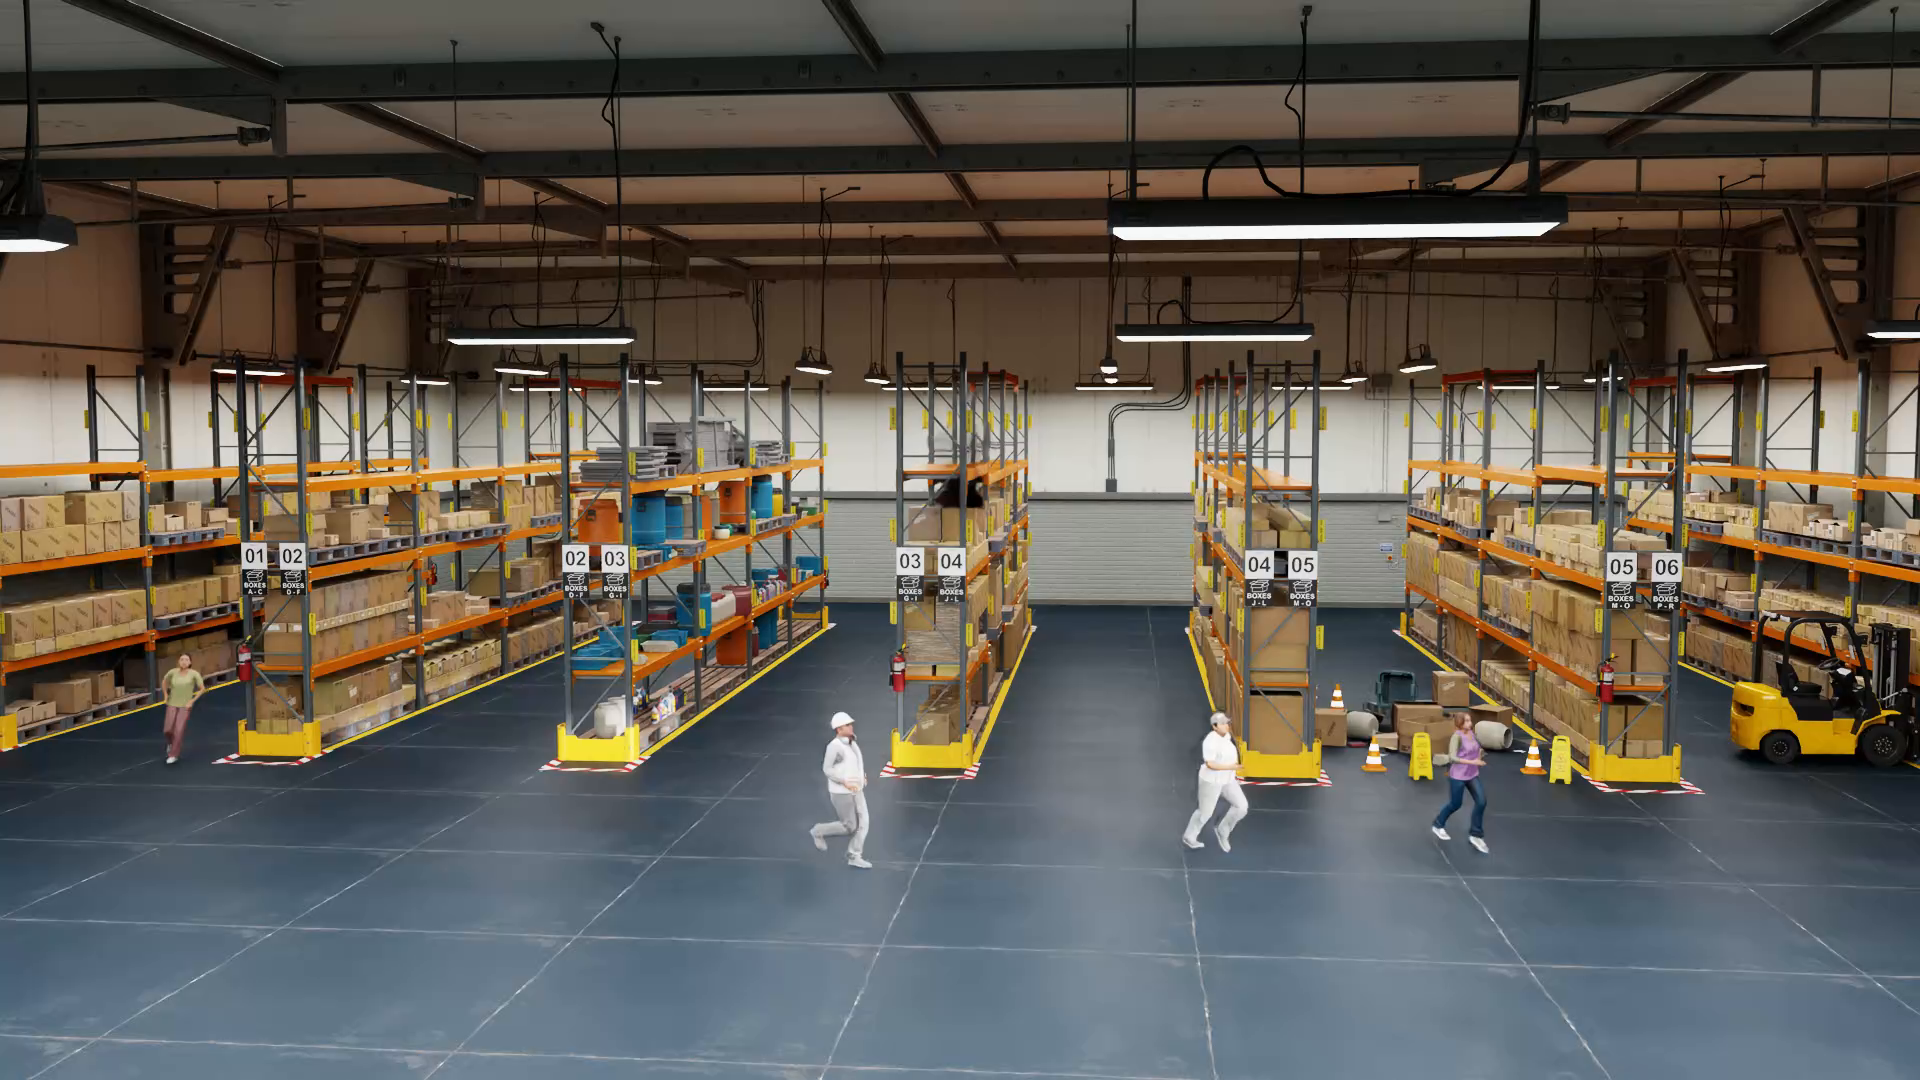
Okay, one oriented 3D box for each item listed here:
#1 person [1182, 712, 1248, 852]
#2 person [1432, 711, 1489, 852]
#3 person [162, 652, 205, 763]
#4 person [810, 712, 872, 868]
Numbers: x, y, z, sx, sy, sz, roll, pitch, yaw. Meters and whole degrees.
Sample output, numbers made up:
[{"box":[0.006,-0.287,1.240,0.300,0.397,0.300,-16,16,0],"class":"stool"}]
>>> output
[{"box":[2.997,2.802,19.277,0.613,1.643,0.826,-4,5,-42],"class":"person"},{"box":[5.900,2.823,19.587,0.544,1.627,0.724,-3,5,-34],"class":"person"},{"box":[-11.481,2.472,24.600,0.606,1.610,0.525,-1,4,-14],"class":"person"},{"box":[-1.321,2.810,18.756,0.732,1.745,0.661,2,4,25],"class":"person"}]
